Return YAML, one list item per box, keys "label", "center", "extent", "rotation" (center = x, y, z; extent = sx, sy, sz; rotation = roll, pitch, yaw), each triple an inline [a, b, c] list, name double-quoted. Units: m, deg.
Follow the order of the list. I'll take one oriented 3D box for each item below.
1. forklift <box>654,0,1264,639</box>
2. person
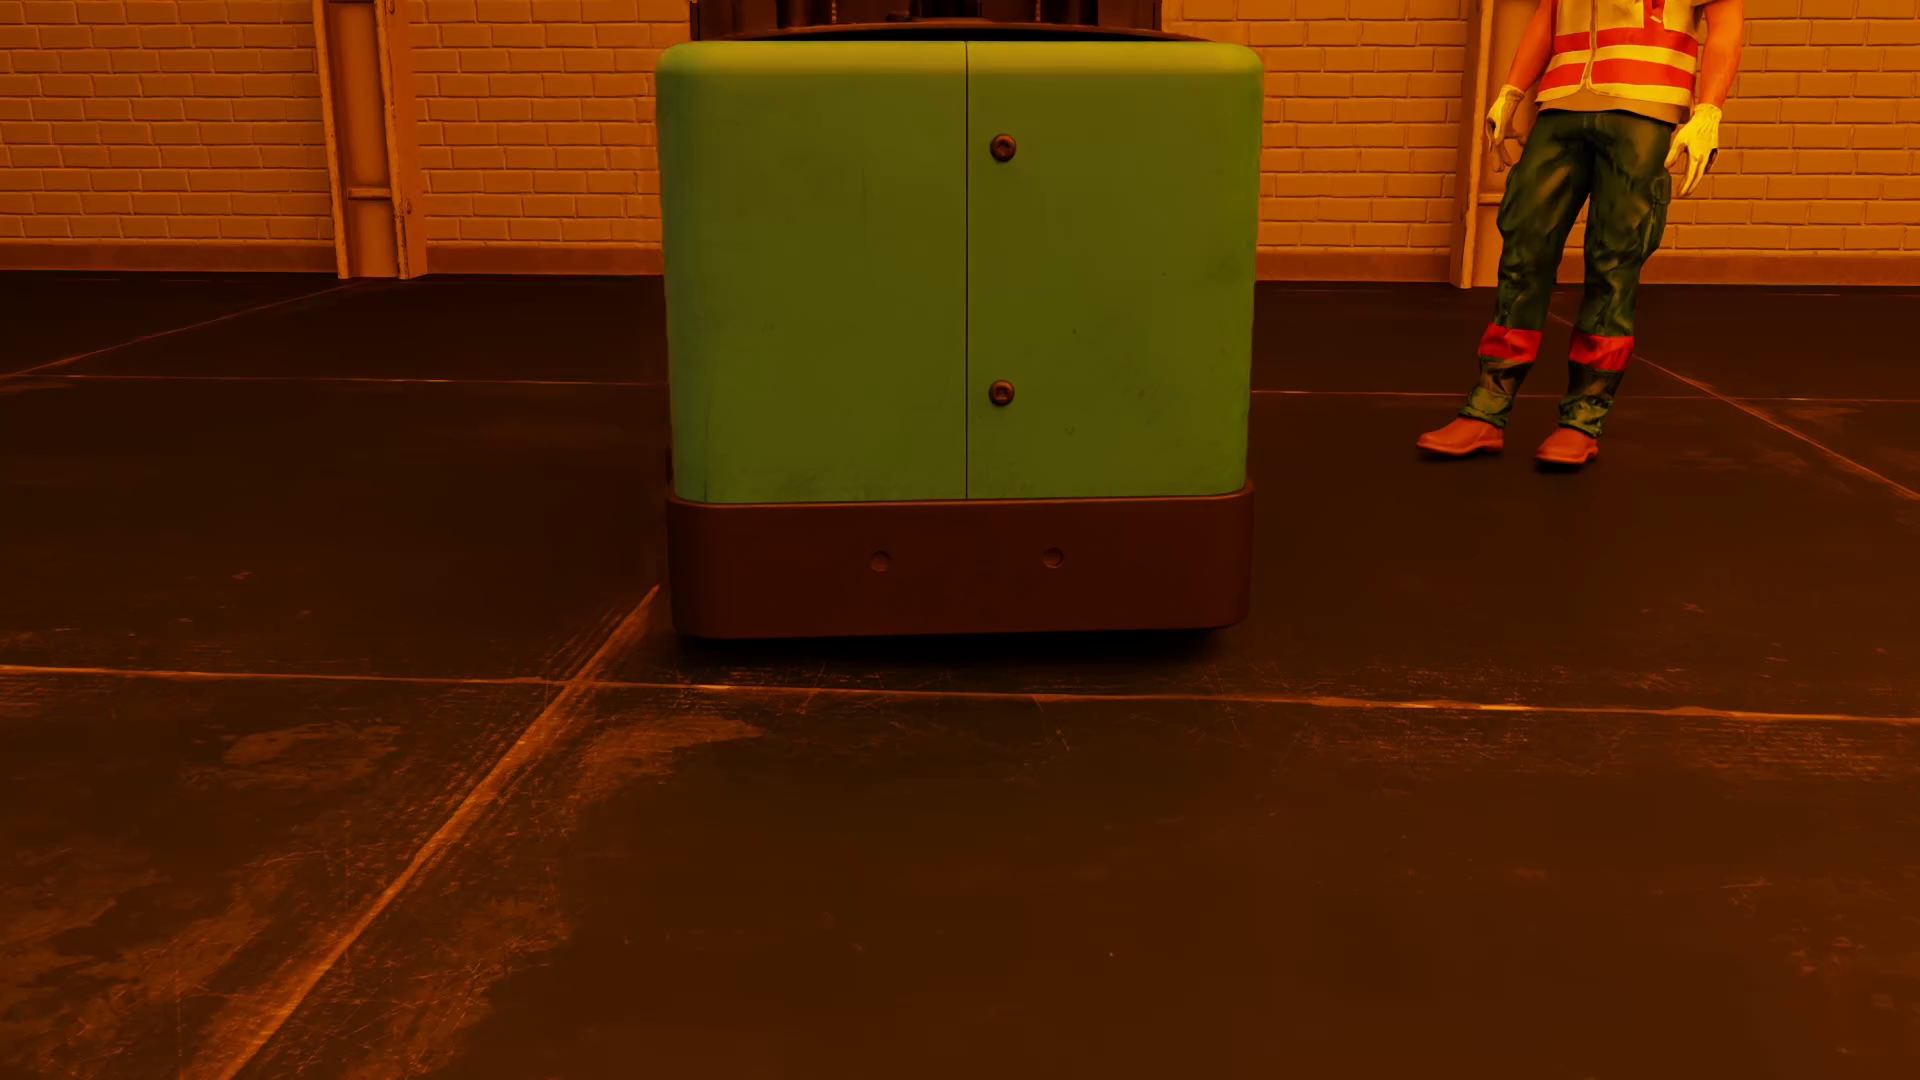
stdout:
- label: "forklift"
  center: [-0.096, -1.575, 4.021]
  extent: [1.130, 2.935, 3.031]
  rotation: [-1, 15, -4]
- label: "person"
  center: [1.655, -1.086, 4.373]
  extent: [0.561, 1.788, 0.639]
  rotation: [-13, 20, -40]
